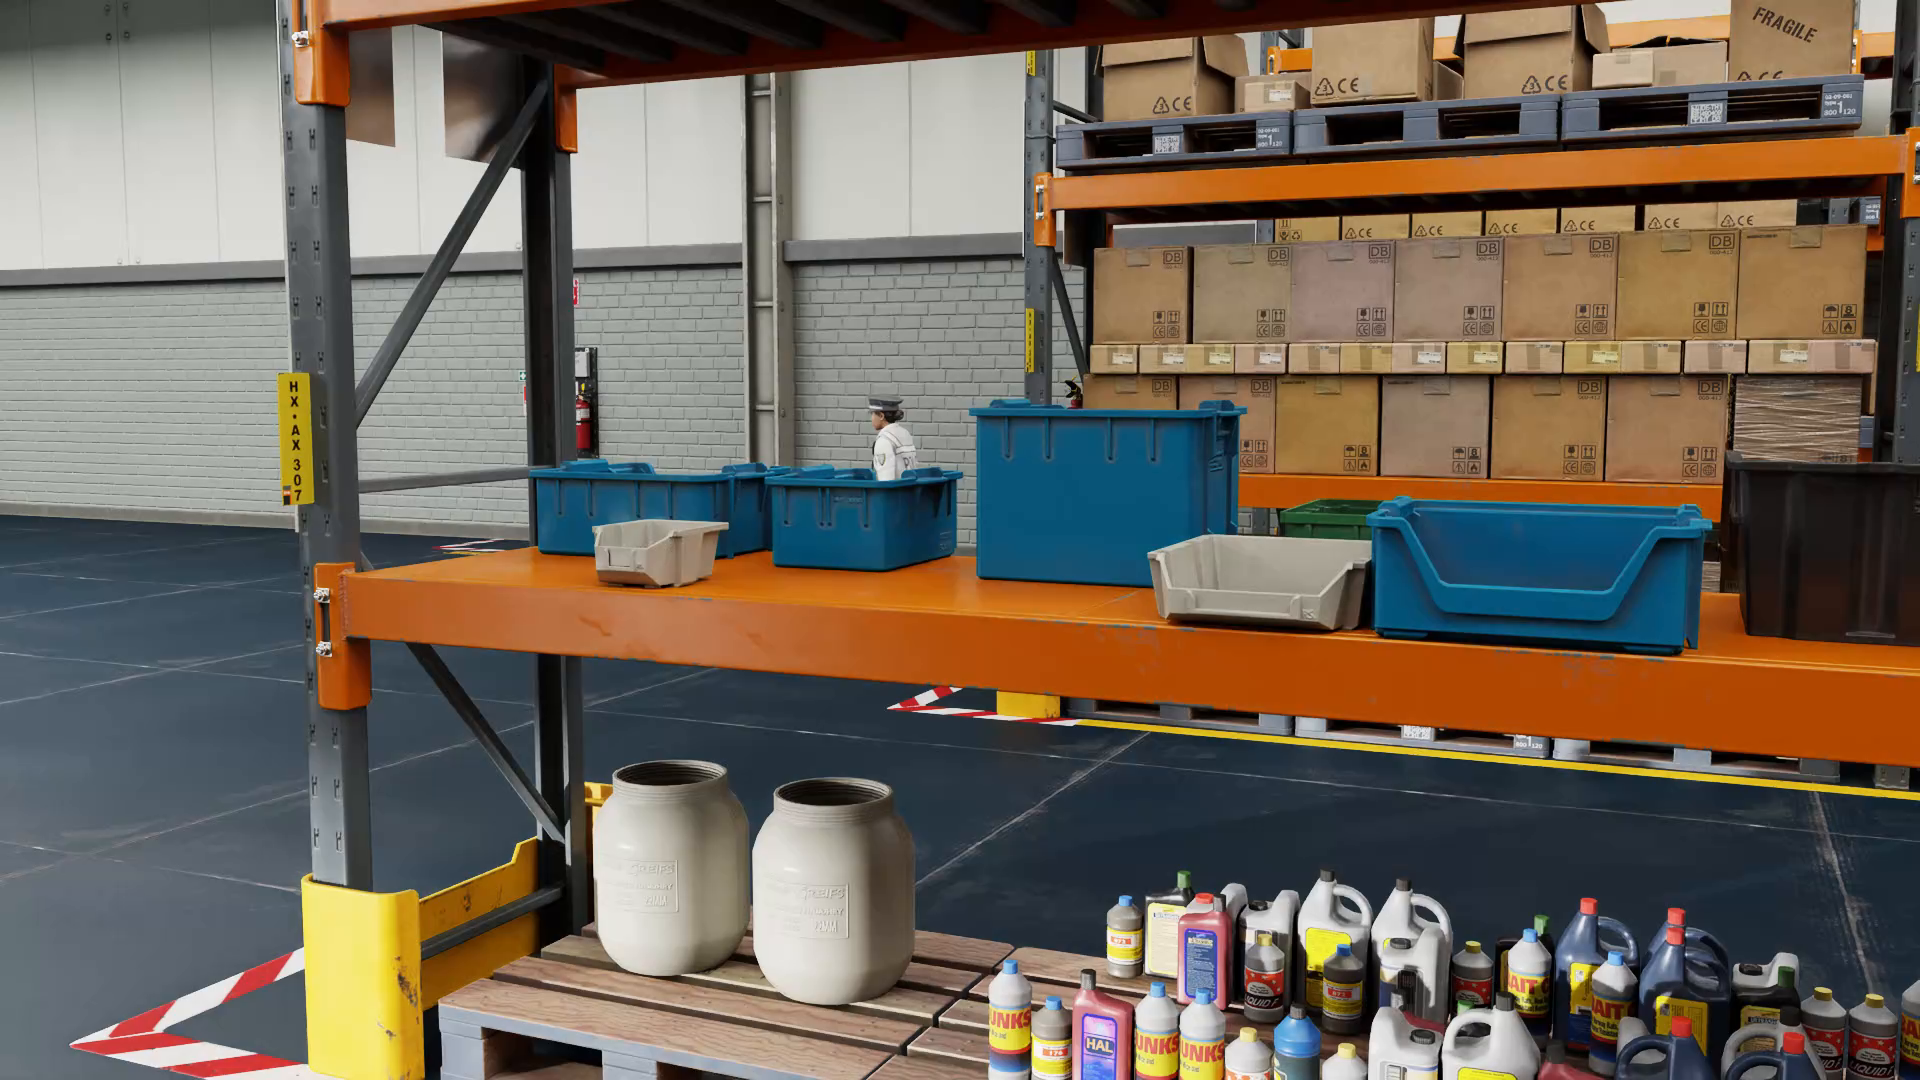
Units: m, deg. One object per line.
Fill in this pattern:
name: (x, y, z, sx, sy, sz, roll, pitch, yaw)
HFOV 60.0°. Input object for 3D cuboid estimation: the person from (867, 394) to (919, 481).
person: (-0.469, -0.198, 11.750, 0.378, 1.663, 0.538, 2, 6, 22)
